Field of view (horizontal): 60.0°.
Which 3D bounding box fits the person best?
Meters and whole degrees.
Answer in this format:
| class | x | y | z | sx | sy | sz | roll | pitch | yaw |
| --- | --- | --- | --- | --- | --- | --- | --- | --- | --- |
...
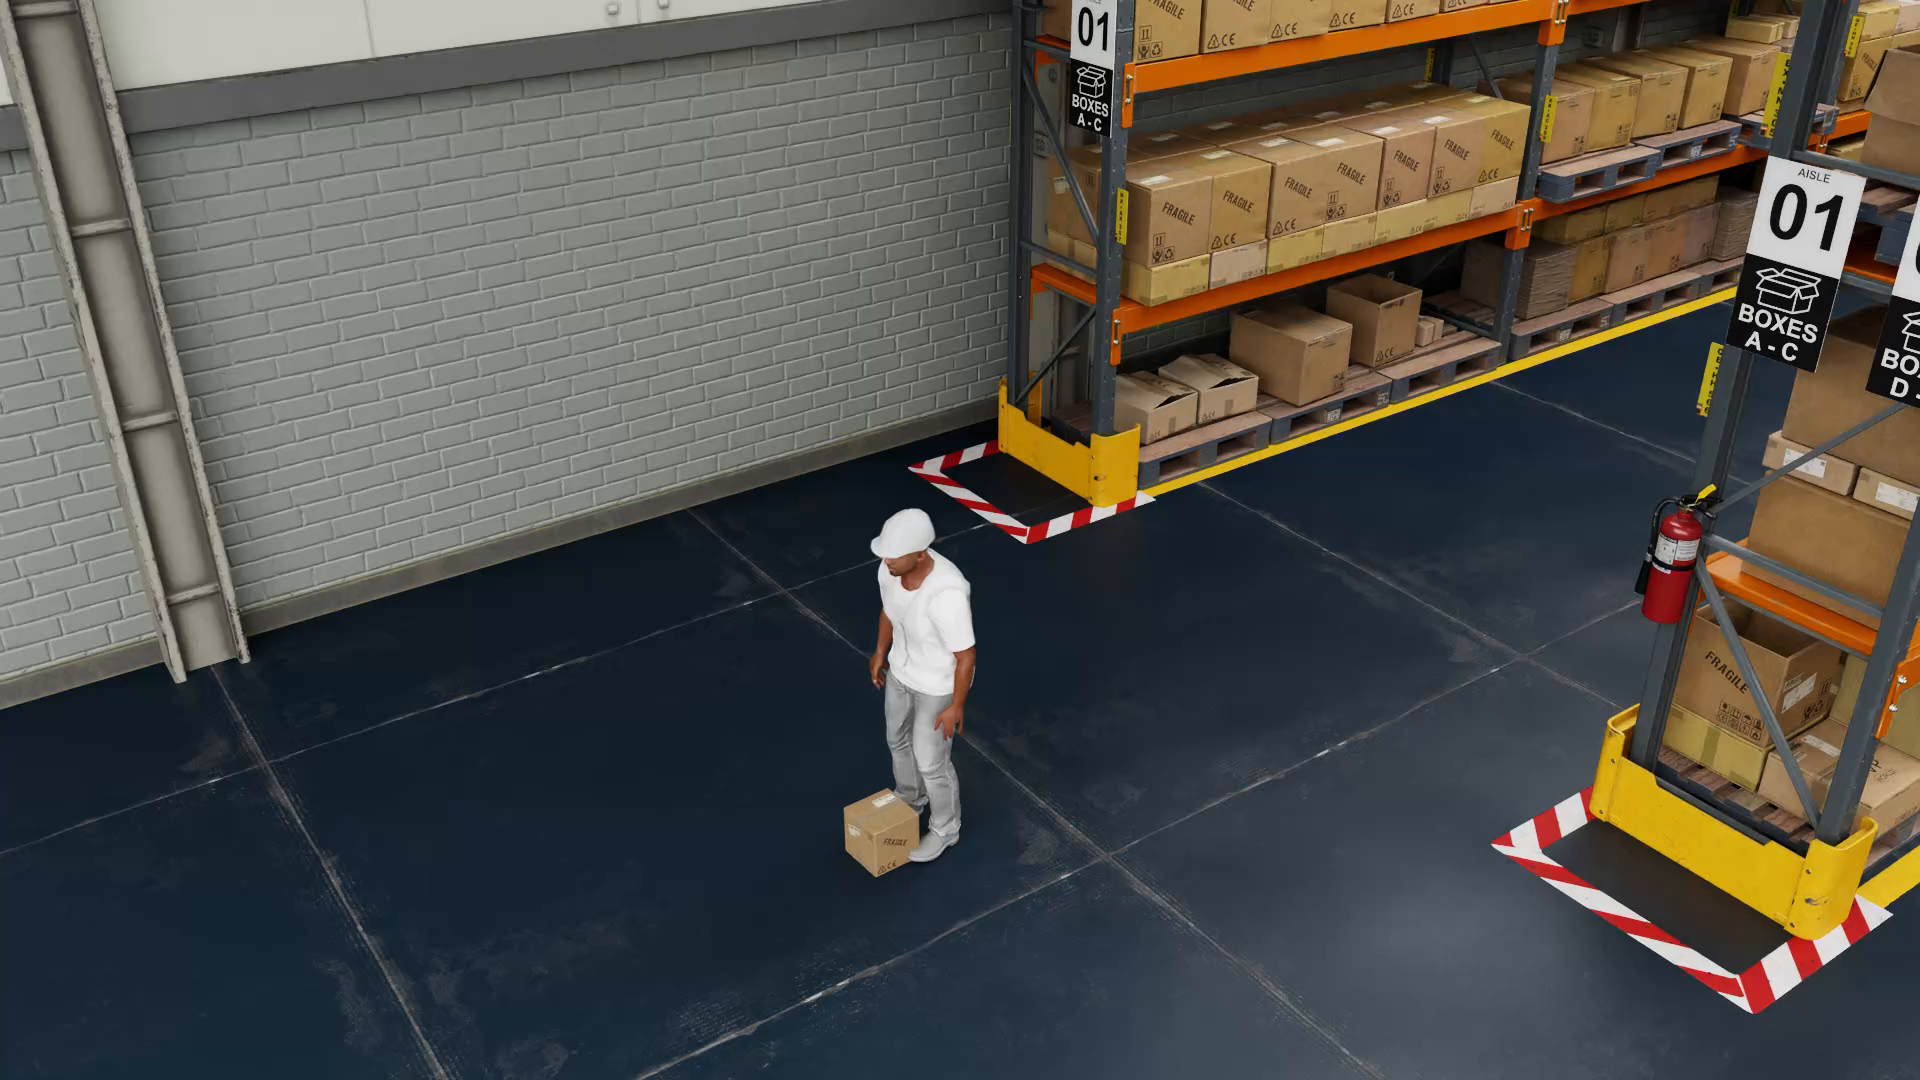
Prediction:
| class | x | y | z | sx | sy | sz | roll | pitch | yaw |
| --- | --- | --- | --- | --- | --- | --- | --- | --- | --- |
| person | -0.185 | 0.625 | 7.450 | 0.462 | 1.760 | 0.635 | -19 | 34 | -32 |
